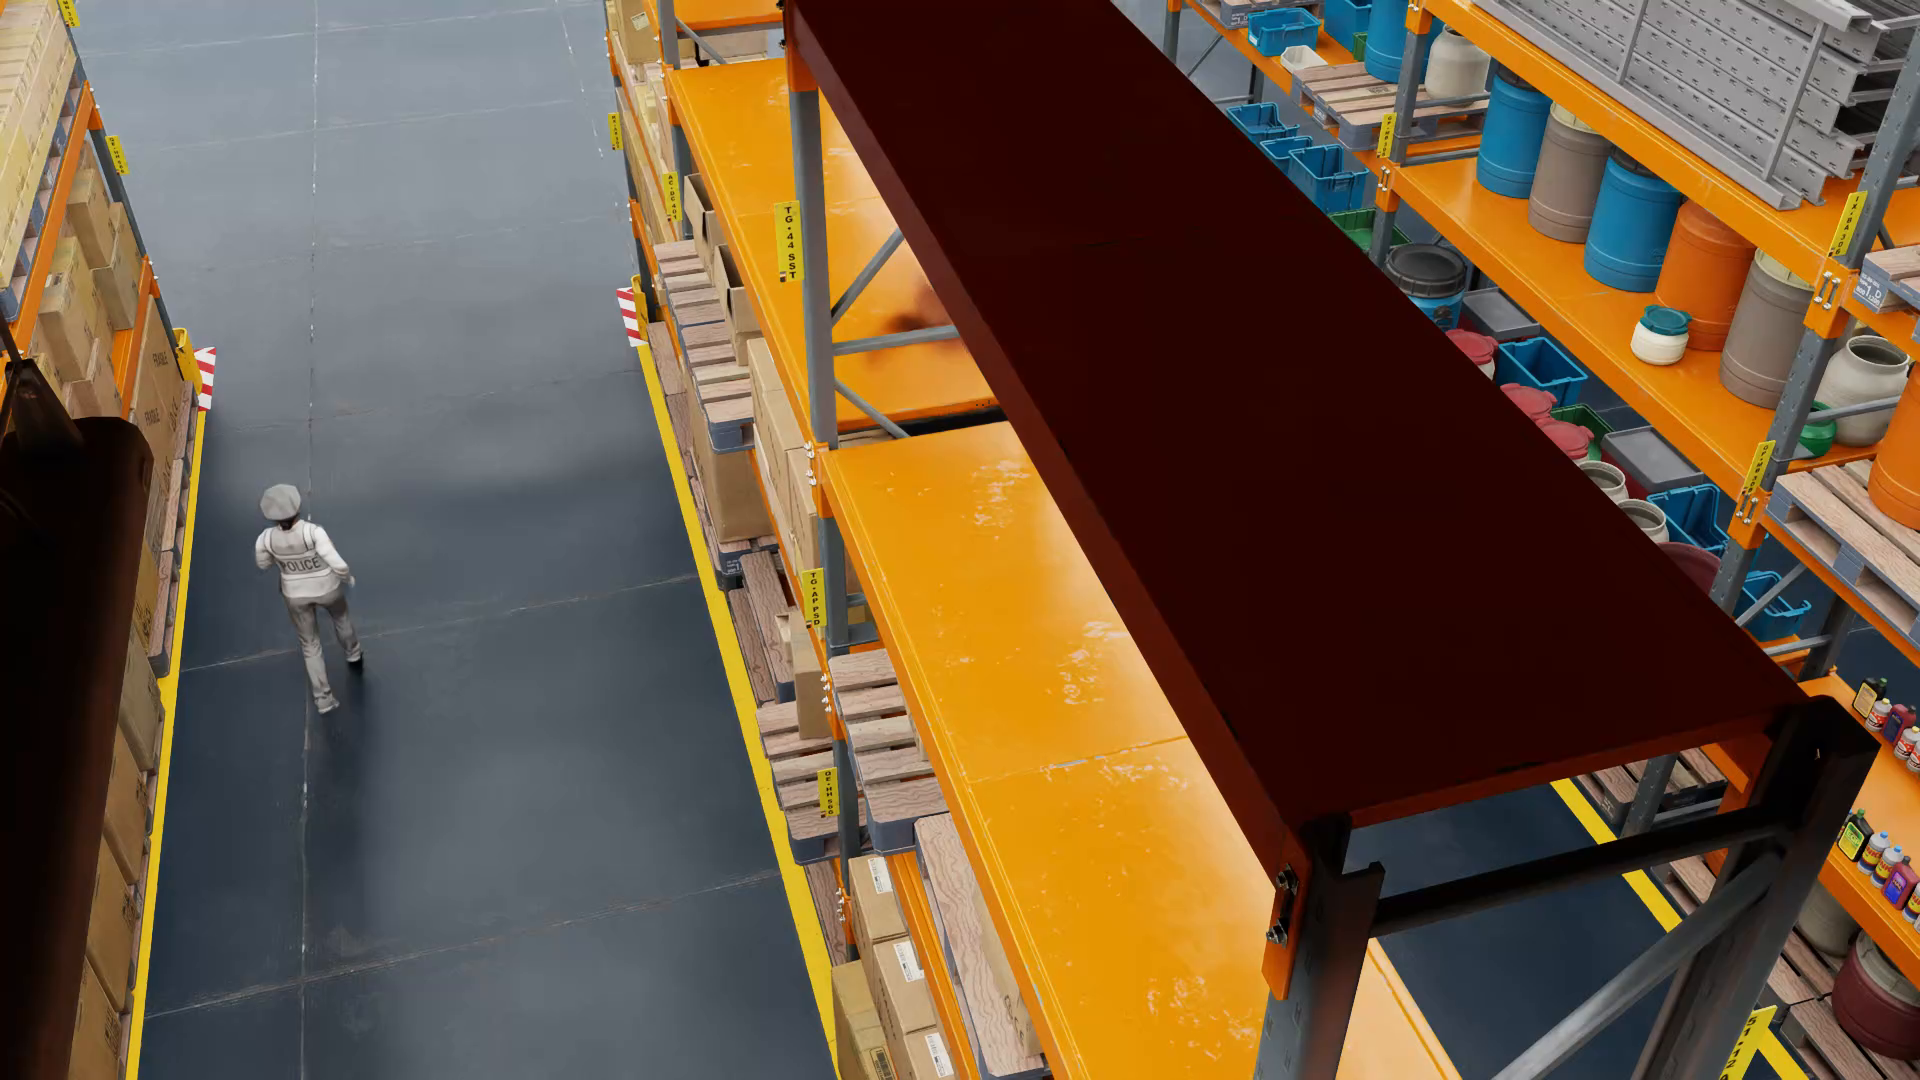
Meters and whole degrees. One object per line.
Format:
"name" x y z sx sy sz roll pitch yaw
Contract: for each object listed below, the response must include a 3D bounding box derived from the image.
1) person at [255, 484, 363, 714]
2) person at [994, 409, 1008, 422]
"person" -4.274 0.349 10.982 0.600 1.707 0.879 -10 39 -12
"person" 0.265 -1.209 13.043 0.526 1.675 1.078 -11 40 -14
